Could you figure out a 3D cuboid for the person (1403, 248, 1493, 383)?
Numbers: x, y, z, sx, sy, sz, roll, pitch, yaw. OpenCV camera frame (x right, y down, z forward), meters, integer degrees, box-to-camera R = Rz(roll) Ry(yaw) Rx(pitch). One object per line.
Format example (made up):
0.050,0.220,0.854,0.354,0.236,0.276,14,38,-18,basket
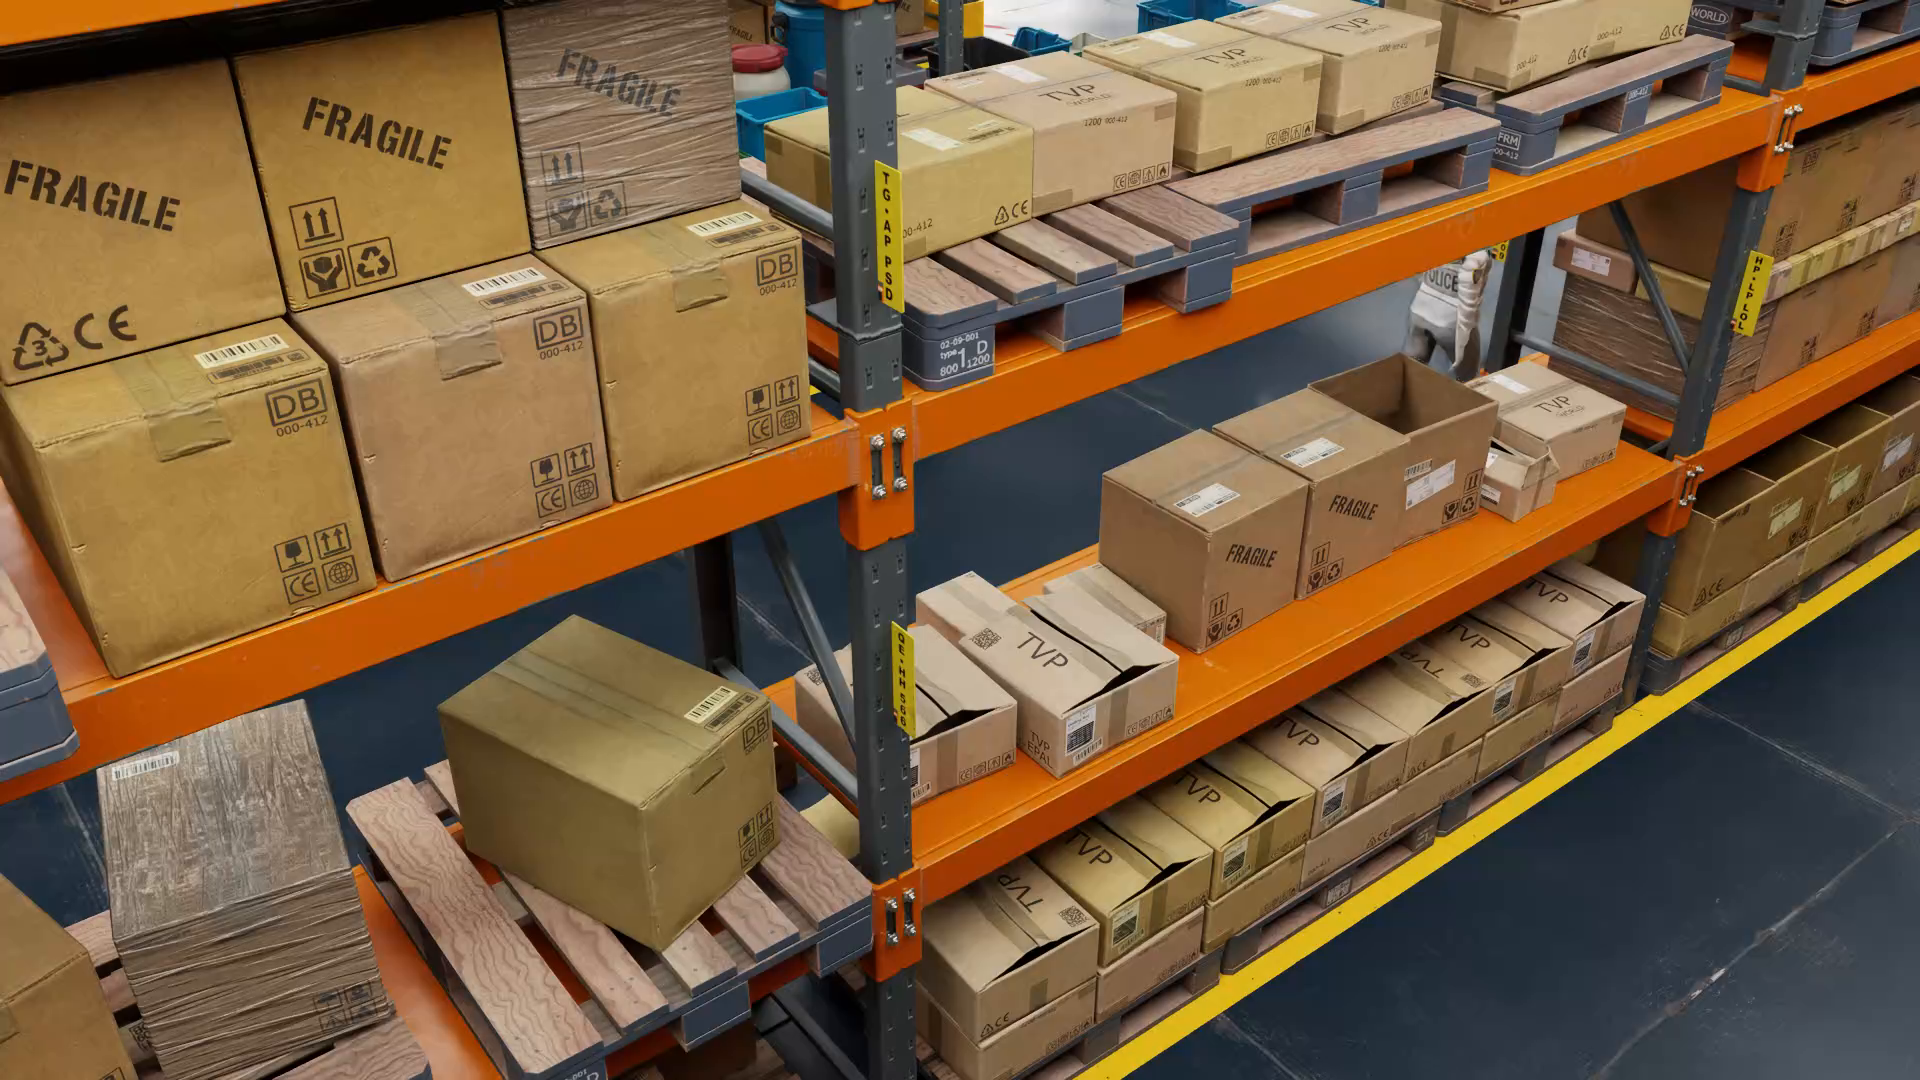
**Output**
2.661,-1.228,9.024,0.978,1.630,0.505,-23,39,-32,person
